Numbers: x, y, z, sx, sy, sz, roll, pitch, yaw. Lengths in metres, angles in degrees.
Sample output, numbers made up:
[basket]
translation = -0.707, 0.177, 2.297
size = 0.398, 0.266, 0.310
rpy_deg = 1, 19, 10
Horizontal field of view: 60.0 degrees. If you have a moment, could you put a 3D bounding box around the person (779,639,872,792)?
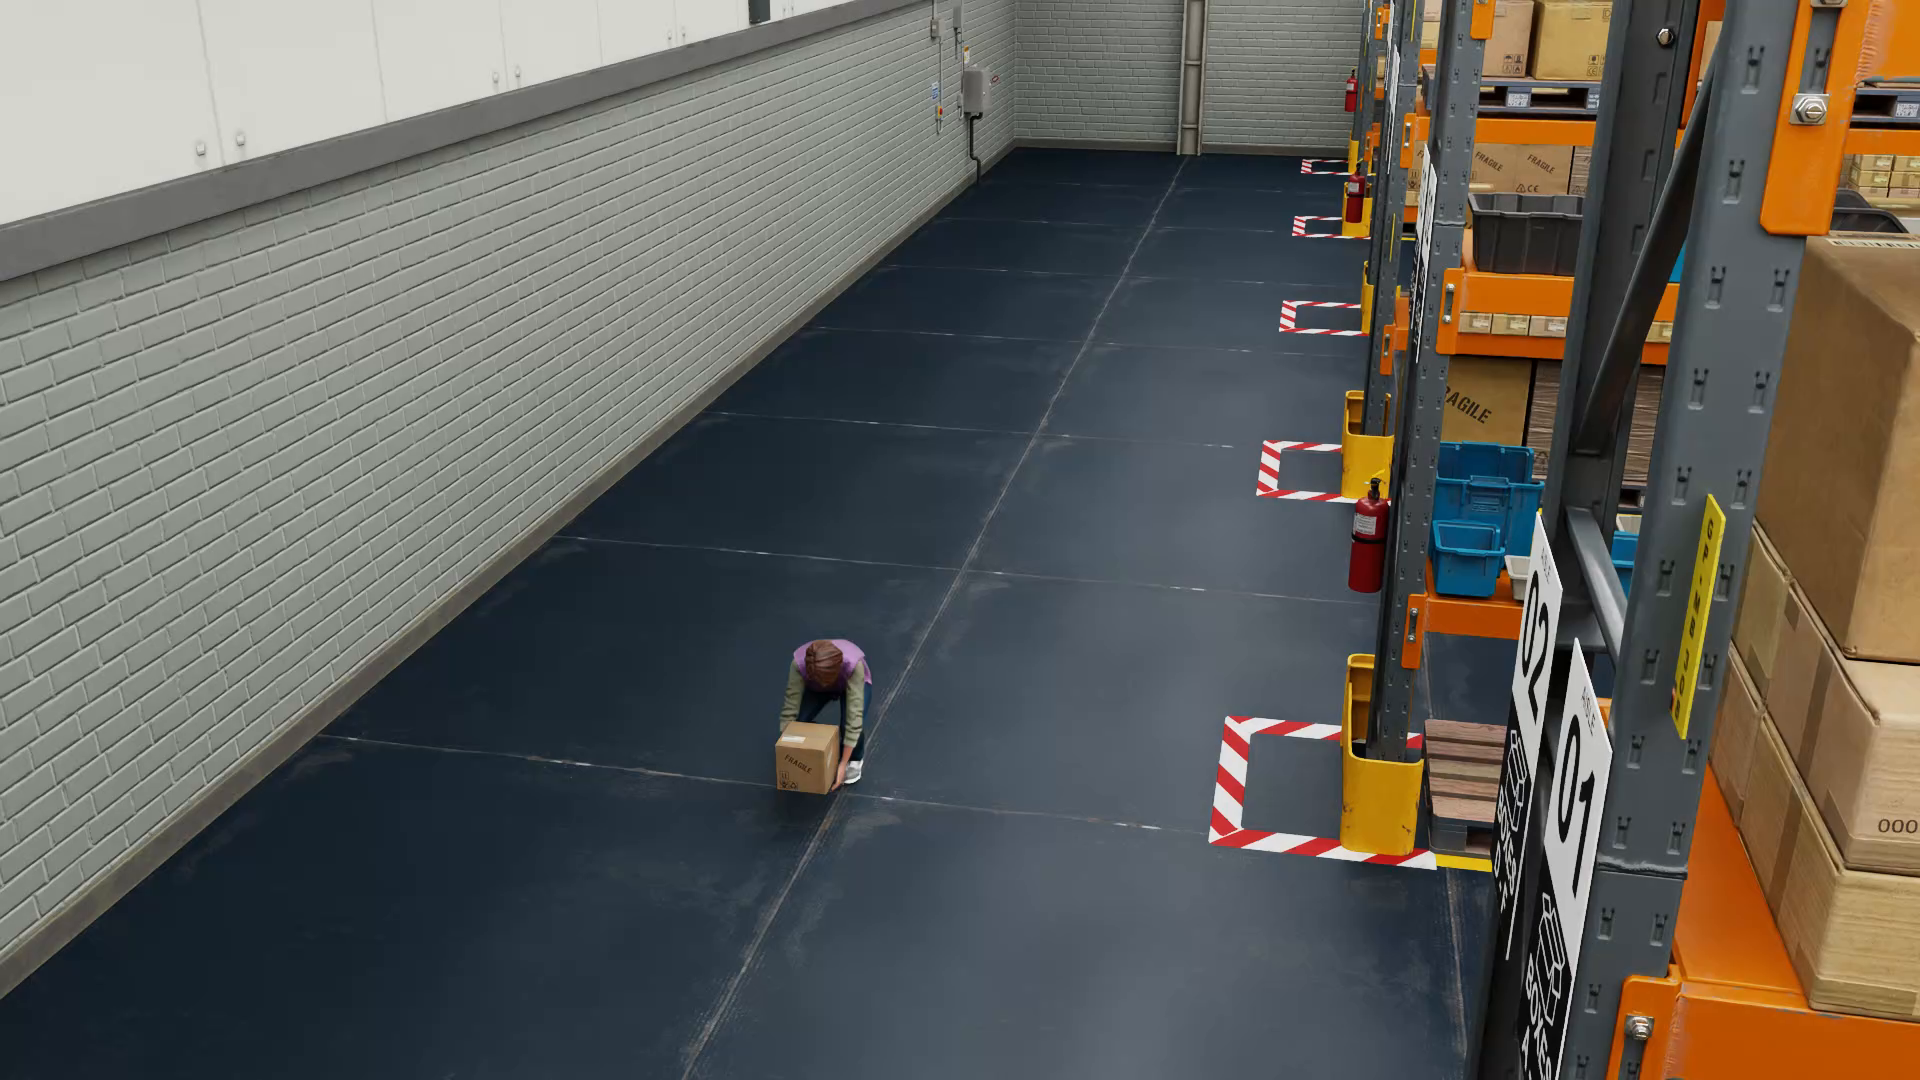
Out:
[person]
translation = -0.660, 0.831, 8.477
size = 0.445, 0.897, 0.809
rpy_deg = 4, 22, 11
